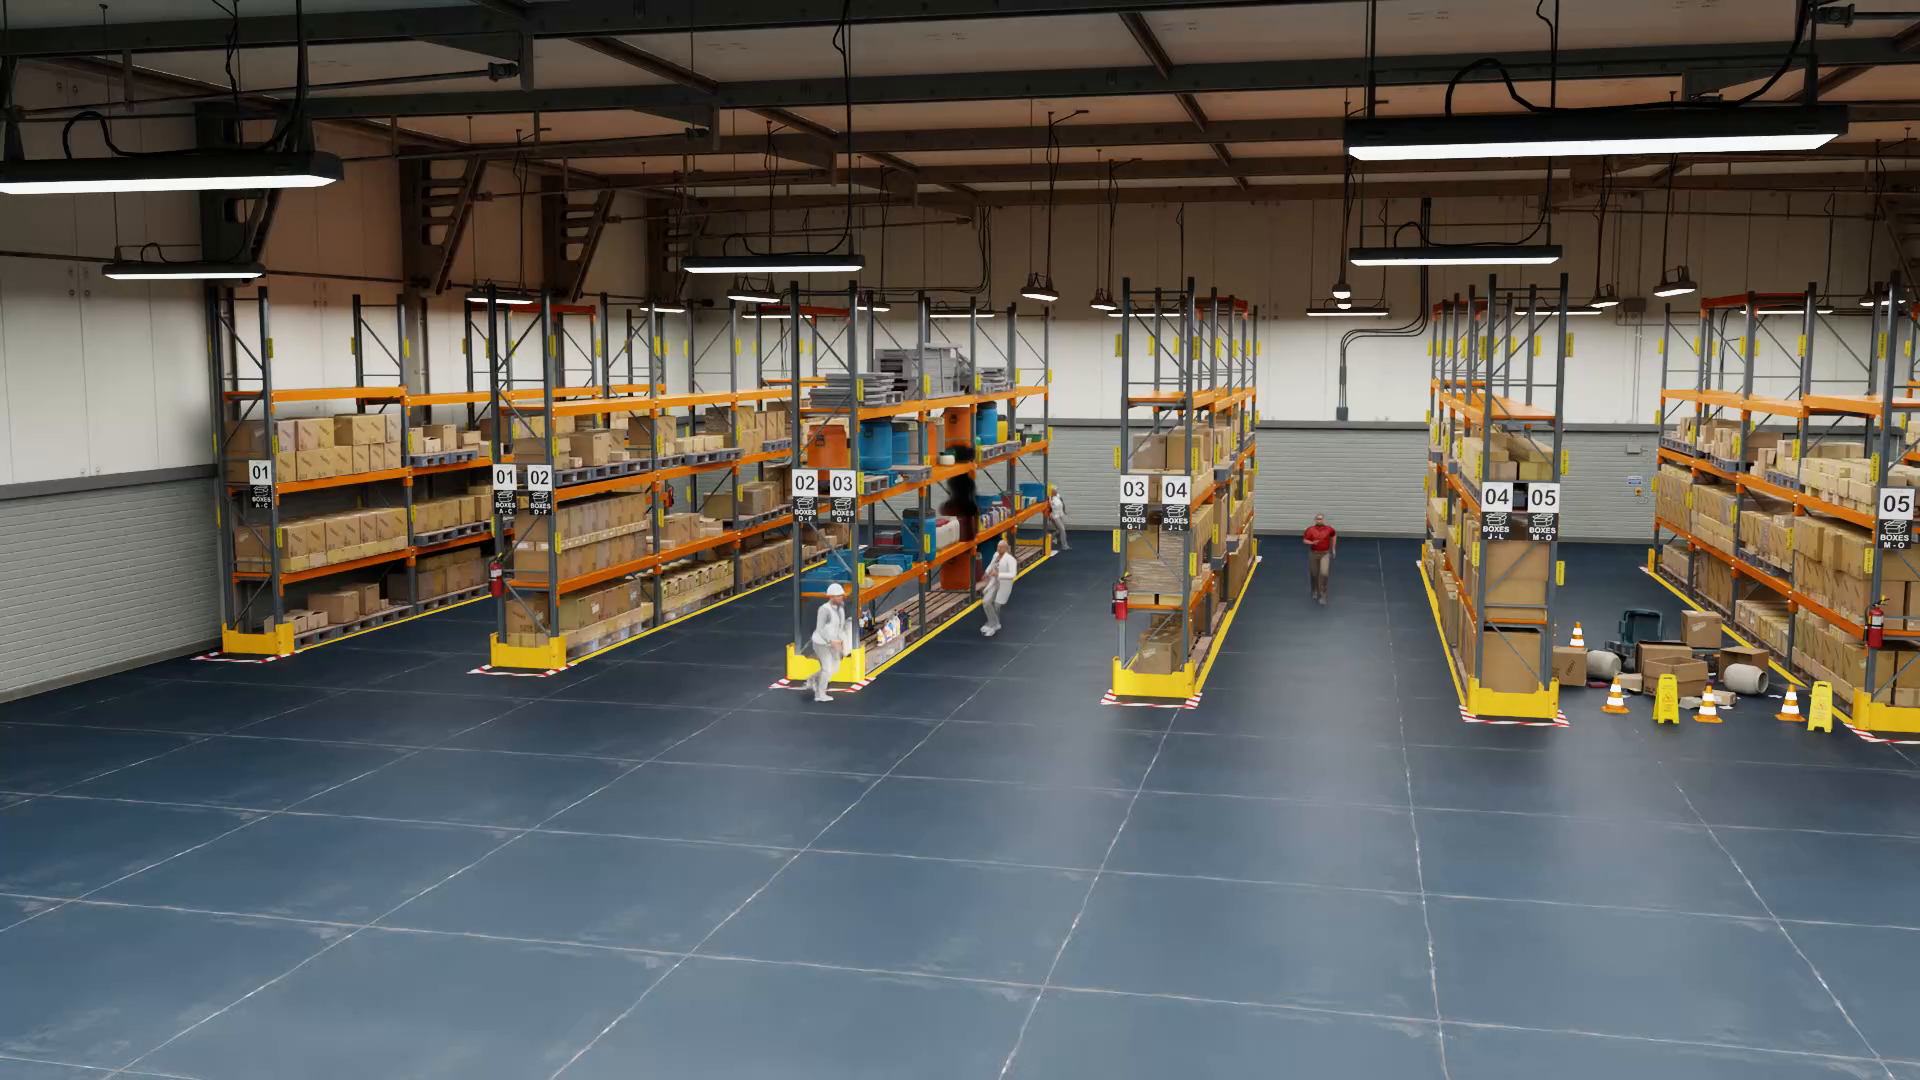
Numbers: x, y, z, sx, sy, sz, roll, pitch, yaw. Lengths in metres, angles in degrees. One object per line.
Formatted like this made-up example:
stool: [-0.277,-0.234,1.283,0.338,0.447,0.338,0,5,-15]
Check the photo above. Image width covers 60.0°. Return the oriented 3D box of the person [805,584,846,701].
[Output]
person: [-1.923,1.448,23.654,0.757,1.704,0.633,3,7,27]

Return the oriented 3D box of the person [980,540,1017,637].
person: [0.663,0.822,28.982,0.842,1.683,0.772,3,7,27]

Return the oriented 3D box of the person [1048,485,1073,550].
person: [2.402,-0.572,41.472,0.627,1.636,0.709,-6,9,-41]

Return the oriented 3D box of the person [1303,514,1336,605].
person: [7.115,0.367,32.926,0.651,1.792,0.888,1,7,11]
